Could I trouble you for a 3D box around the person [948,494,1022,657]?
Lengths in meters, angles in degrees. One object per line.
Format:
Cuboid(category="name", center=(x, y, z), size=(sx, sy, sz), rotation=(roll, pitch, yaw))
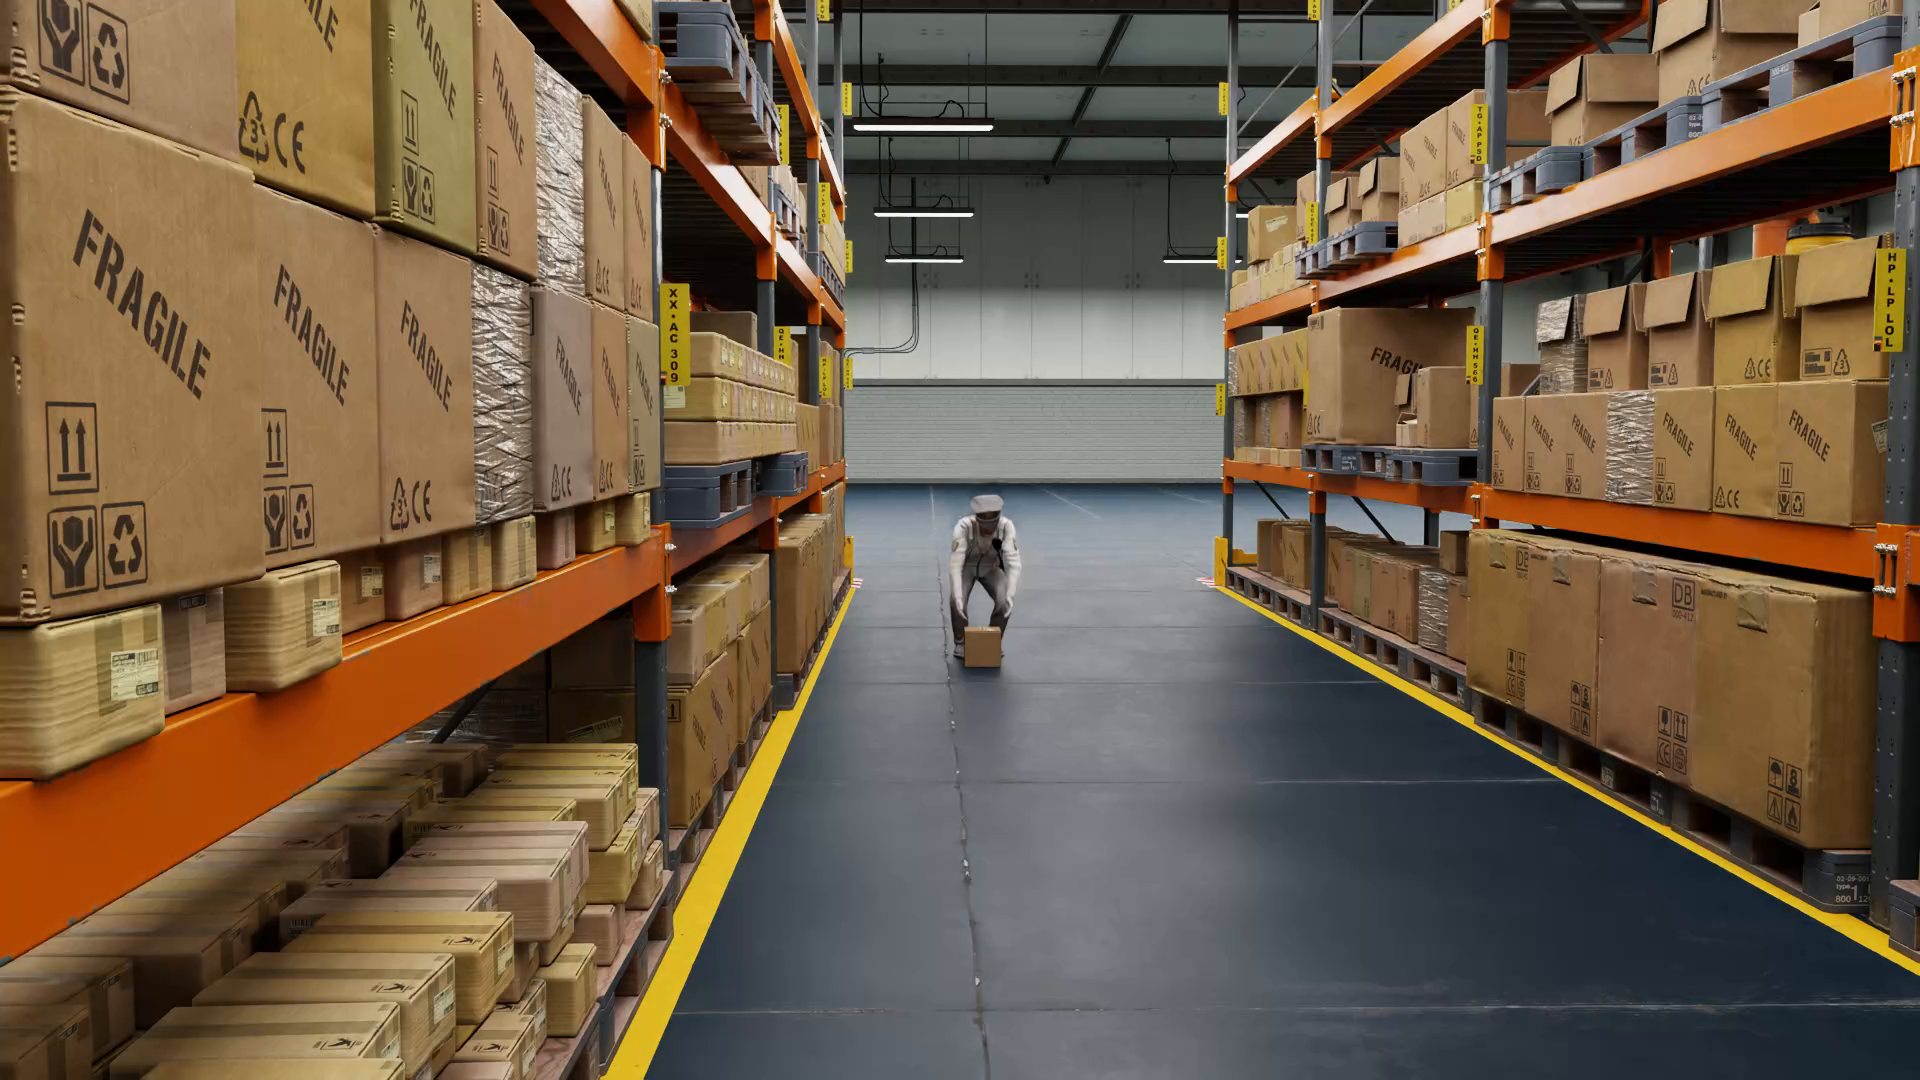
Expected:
Cuboid(category="person", center=(0.174, 0.257, 11.855), size=(0.522, 1.176, 0.796), rotation=(0, 4, -1))
